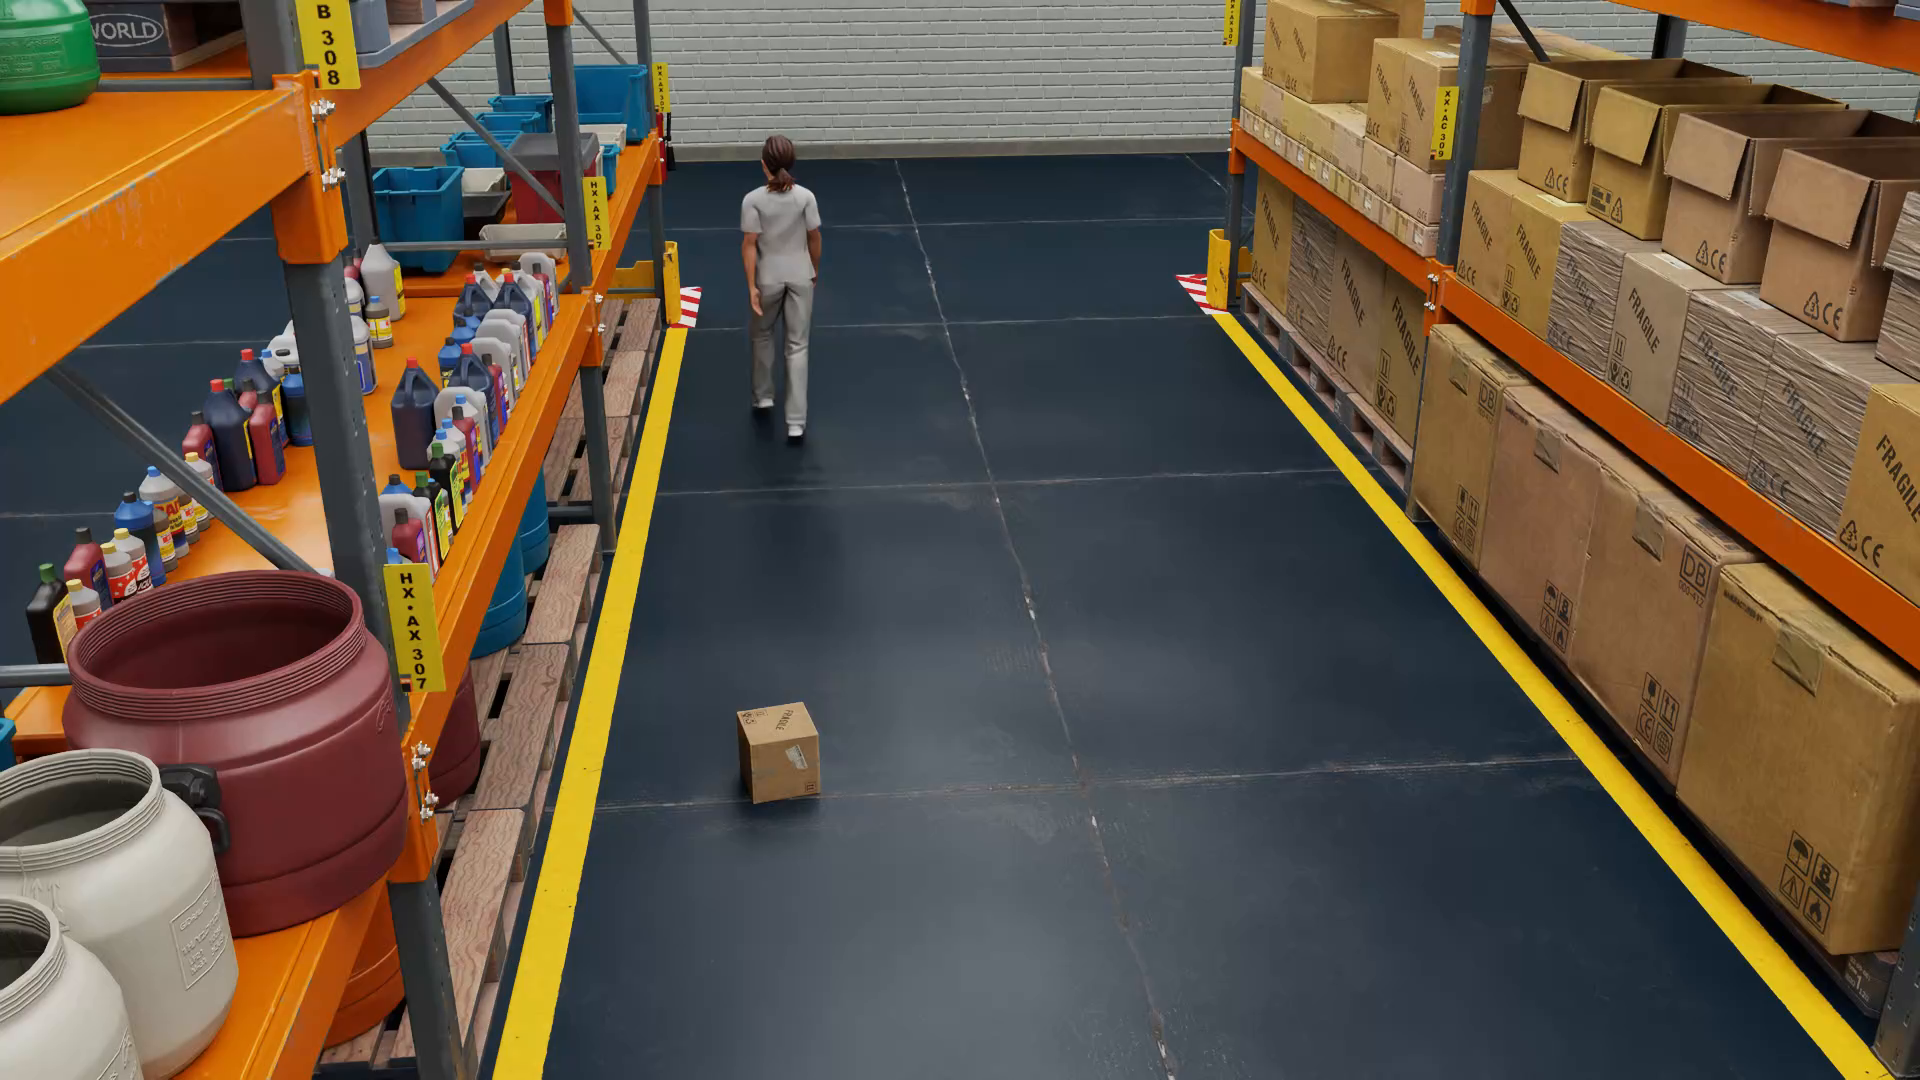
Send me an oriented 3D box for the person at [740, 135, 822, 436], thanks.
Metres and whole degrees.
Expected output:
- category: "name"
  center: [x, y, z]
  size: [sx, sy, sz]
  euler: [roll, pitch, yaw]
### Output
- category: "person"
  center: [-1.005, -1.451, 9.383]
  size: [0.460, 1.672, 0.808]
  euler: [-5, 24, -11]
